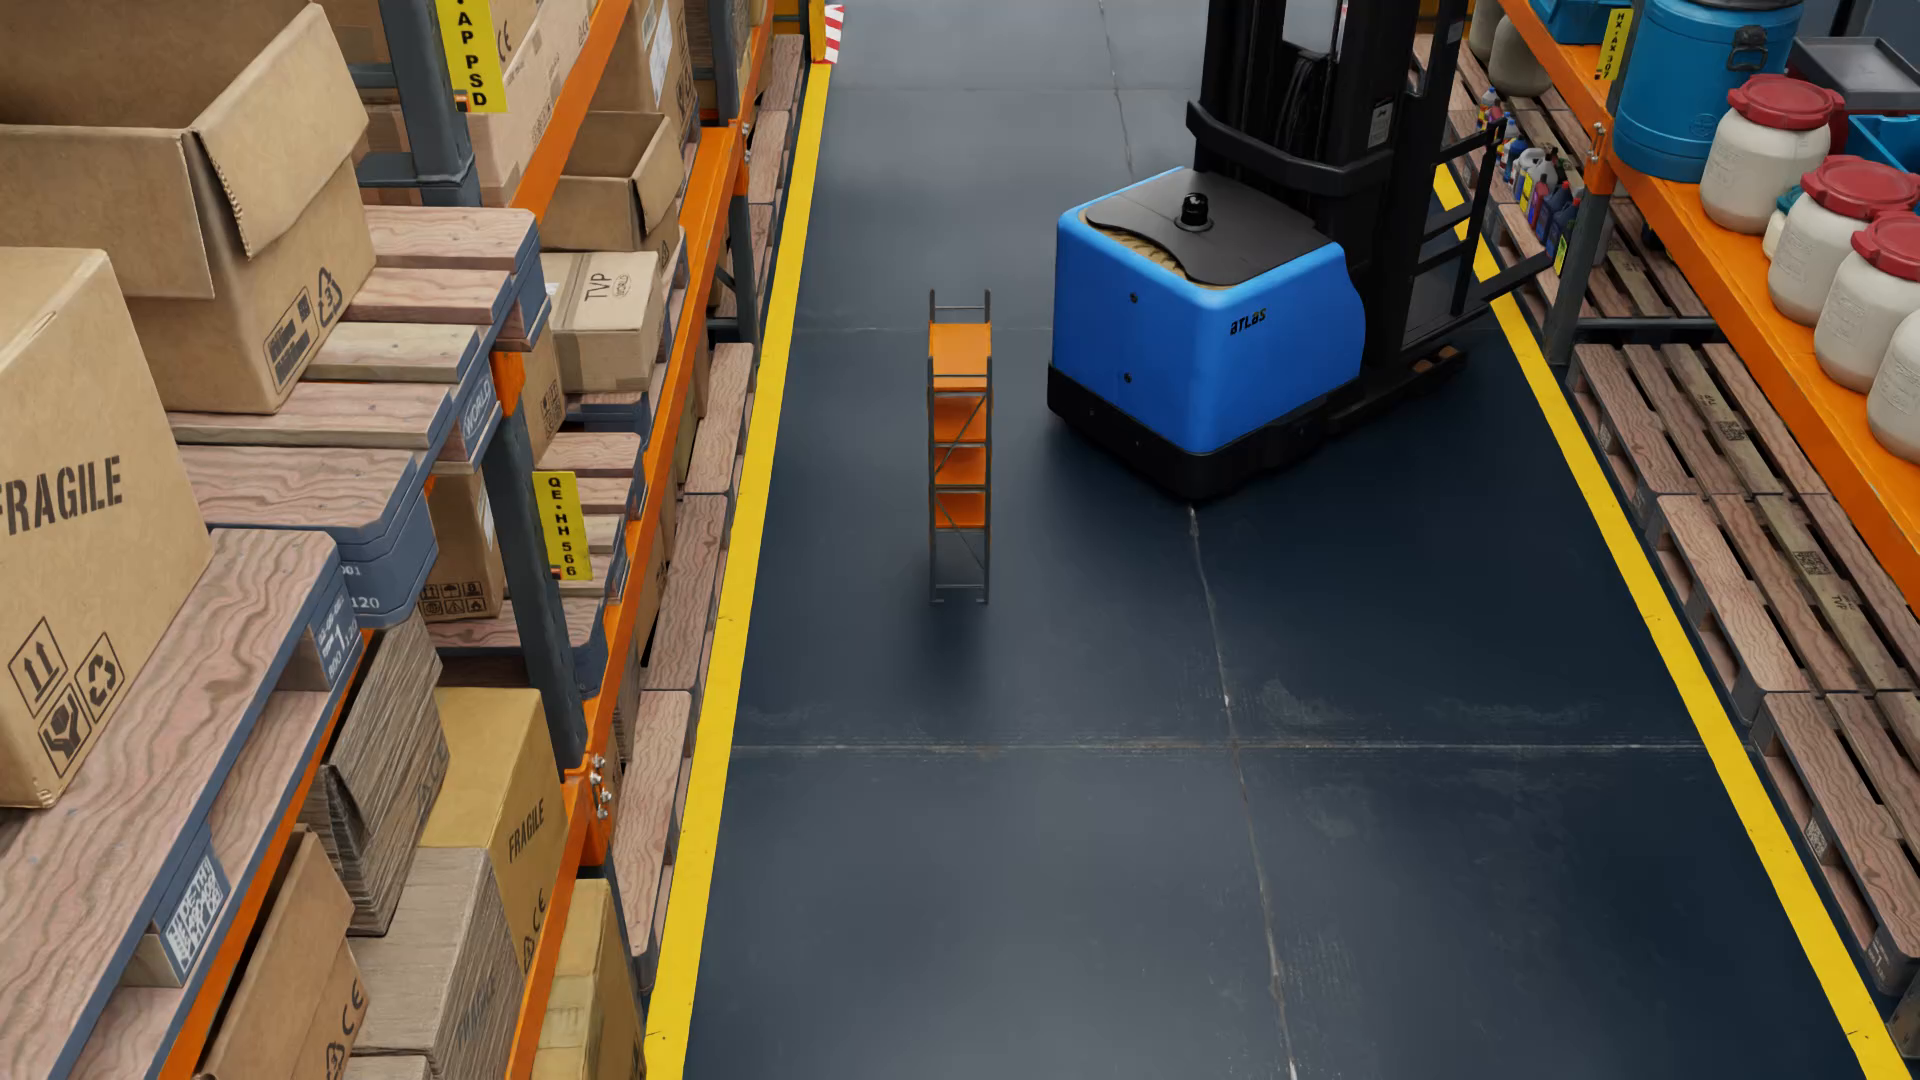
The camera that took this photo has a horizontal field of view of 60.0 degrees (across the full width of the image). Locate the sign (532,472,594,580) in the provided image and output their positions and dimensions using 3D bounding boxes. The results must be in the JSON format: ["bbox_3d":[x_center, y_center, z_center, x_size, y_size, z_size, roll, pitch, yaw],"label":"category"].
[{"bbox_3d":[-0.945,-0.030,3.963,0.100,0.325,0.005,0,39,0],"label":"sign"}]

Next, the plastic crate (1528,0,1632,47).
[{"bbox_3d":[3.176,-2.715,8.358,0.499,0.251,0.616,0,39,0],"label":"plastic crate"}]

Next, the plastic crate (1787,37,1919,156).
[{"bbox_3d":[3.755,-1.803,7.050,0.402,0.464,0.583,0,39,0],"label":"plastic crate"}]

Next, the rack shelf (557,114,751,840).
[{"bbox_3d":[-1.502,-0.546,6.108,1.077,0.370,4.000,0,39,0],"label":"rack shelf"}]

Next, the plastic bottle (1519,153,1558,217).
[{"bbox_3d":[3.159,-1.943,9.043,0.144,0.351,0.185,0,39,0],"label":"plastic bottle"}]

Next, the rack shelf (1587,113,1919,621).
[{"bbox_3d":[3.451,-0.549,6.112,1.077,0.370,4.000,0,39,0],"label":"rack shelf"}]

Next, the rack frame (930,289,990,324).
[{"bbox_3d":[0.000,-0.517,6.936,0.240,1.200,0.015,0,39,0],"label":"rack frame"}]

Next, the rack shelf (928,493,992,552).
[{"bbox_3d":[0.000,-0.157,6.912,0.258,0.148,0.480,0,39,0],"label":"rack shelf"}]

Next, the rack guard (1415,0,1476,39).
[{"bbox_3d":[3.491,-3.559,11.292,1.175,0.500,0.348,0,39,0],"label":"rack guard"}]

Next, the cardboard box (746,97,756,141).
[{"bbox_3d":[-1.508,-2.611,9.773,0.500,0.500,0.500,3,39,4],"label":"cardboard box"}]

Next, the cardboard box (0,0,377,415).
[{"bbox_3d":[-1.427,-0.569,2.744,0.797,0.503,0.637,2,39,3],"label":"cardboard box"}]

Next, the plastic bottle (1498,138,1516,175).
[{"bbox_3d":[3.135,-2.189,9.469,0.097,0.201,0.097,0,39,0],"label":"plastic bottle"}]

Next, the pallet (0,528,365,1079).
[{"bbox_3d":[-1.442,0.429,2.068,1.003,0.211,1.213,2,39,2],"label":"pallet"}]

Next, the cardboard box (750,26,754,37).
[{"bbox_3d":[-1.229,-2.583,8.275,0.380,0.149,0.250,0,39,0],"label":"cardboard box"}]

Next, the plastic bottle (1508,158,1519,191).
[{"bbox_3d":[3.135,-2.060,9.308,0.097,0.201,0.097,0,39,0],"label":"plastic bottle"}]

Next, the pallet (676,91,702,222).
[{"bbox_3d":[-1.649,-1.524,6.907,1.003,0.211,1.213,0,39,0],"label":"pallet"}]

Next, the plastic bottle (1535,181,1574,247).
[{"bbox_3d":[3.159,-1.741,8.791,0.144,0.351,0.185,-2,39,-2],"label":"plastic bottle"}]

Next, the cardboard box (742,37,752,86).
[{"bbox_3d":[-1.191,-2.270,7.885,0.380,0.149,0.250,0,39,0],"label":"cardboard box"}]

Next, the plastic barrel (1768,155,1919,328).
[{"bbox_3d":[3.231,-1.077,6.086,0.433,0.535,0.433,0,39,0],"label":"plastic barrel"}]

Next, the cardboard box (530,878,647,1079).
[{"bbox_3d":[-1.520,1.521,4.317,1.225,0.875,0.875,-2,39,-2],"label":"cardboard box"}]

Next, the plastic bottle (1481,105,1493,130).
[{"bbox_3d":[3.134,-2.463,9.811,0.097,0.201,0.097,0,39,0],"label":"plastic bottle"}]

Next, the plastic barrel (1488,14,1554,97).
[{"bbox_3d":[3.522,-3.050,10.311,0.421,0.512,0.421,0,39,0],"label":"plastic barrel"}]

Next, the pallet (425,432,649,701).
[{"bbox_3d":[-1.607,0.054,4.938,1.213,0.211,1.003,0,39,0],"label":"pallet"}]

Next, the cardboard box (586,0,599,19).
[{"bbox_3d":[-1.256,-1.624,4.600,0.500,0.250,0.500,1,39,1],"label":"cardboard box"}]

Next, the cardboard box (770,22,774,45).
[{"bbox_3d":[-1.525,-3.376,10.728,0.500,0.500,0.500,7,39,8],"label":"cardboard box"}]

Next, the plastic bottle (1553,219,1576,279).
[{"bbox_3d":[3.118,-1.493,8.535,0.061,0.283,0.133,2,39,2],"label":"plastic bottle"}]

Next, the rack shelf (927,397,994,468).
[{"bbox_3d":[0.000,-0.487,6.648,0.258,0.148,0.480,0,39,0],"label":"rack shelf"}]

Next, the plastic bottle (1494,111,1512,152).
[{"bbox_3d":[3.135,-2.341,9.602,0.097,0.271,0.097,0,39,0],"label":"plastic bottle"}]

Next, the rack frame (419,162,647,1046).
[{"bbox_3d":[-1.500,0.424,4.322,1.000,3.000,0.127,0,39,0],"label":"rack frame"}]

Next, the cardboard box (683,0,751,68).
[{"bbox_3d":[-1.443,-2.514,7.670,0.875,0.500,0.500,0,39,0],"label":"cardboard box"}]

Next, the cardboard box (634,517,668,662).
[{"bbox_3d":[-1.542,0.108,6.364,0.700,0.500,0.500,3,39,4],"label":"cardboard box"}]

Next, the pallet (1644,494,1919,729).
[{"bbox_3d":[3.492,0.263,6.753,1.003,0.211,1.213,0,39,0],"label":"pallet"}]

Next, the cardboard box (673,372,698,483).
[{"bbox_3d":[-1.544,-0.591,7.236,0.700,0.500,0.500,0,39,0],"label":"cardboard box"}]

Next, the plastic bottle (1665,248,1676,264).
[{"bbox_3d":[3.752,-1.594,8.660,0.061,0.283,0.133,0,39,0],"label":"plastic bottle"}]

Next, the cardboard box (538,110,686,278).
[{"bbox_3d":[-1.410,-1.197,5.927,0.797,0.503,0.637,4,39,5],"label":"cardboard box"}]

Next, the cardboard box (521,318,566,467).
[{"bbox_3d":[-1.641,-0.465,5.016,0.700,0.500,0.500,5,39,7],"label":"cardboard box"}]

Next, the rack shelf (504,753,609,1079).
[{"bbox_3d":[-1.498,1.956,2.986,1.077,0.370,4.000,0,39,0],"label":"rack shelf"}]

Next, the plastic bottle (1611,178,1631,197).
[{"bbox_3d":[3.714,-2.063,9.251,0.152,0.276,0.135,0,39,0],"label":"plastic bottle"}]

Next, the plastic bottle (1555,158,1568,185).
[{"bbox_3d":[3.261,-1.933,9.084,0.061,0.283,0.133,0,39,0],"label":"plastic bottle"}]

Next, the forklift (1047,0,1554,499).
[{"bbox_3d":[1.881,-2.089,7.513,3.031,2.935,1.130,-27,46,-29],"label":"forklift"}]

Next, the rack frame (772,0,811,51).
[{"bbox_3d":[-1.509,-4.579,10.565,1.000,3.000,0.127,0,39,0],"label":"rack frame"}]

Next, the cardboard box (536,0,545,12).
[{"bbox_3d":[-1.240,-1.592,3.959,0.500,0.500,0.500,0,39,0],"label":"cardboard box"}]

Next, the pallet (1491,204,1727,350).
[{"bbox_3d":[3.489,-1.413,8.844,1.003,0.211,1.213,0,39,0],"label":"pallet"}]

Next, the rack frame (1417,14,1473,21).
[{"bbox_3d":[3.444,-4.582,10.569,1.000,3.000,0.127,0,39,0],"label":"rack frame"}]

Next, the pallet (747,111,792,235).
[{"bbox_3d":[-1.545,-2.174,9.794,1.003,0.211,1.213,0,39,0],"label":"pallet"}]

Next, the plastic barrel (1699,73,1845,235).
[{"bbox_3d":[3.230,-1.535,6.659,0.433,0.535,0.433,0,39,0],"label":"plastic barrel"}]

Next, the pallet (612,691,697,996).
[{"bbox_3d":[-1.499,1.024,5.804,1.003,0.211,1.213,0,39,0],"label":"pallet"}]

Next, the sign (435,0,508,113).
[{"bbox_3d":[-0.945,-0.974,3.192,0.100,0.325,0.005,0,39,0],"label":"sign"}]

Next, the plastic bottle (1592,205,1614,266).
[{"bbox_3d":[3.304,-1.621,8.641,0.144,0.351,0.185,0,39,0],"label":"plastic bottle"}]

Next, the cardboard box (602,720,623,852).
[{"bbox_3d":[-1.521,0.809,5.489,0.700,0.500,0.500,-2,39,-2],"label":"cardboard box"}]

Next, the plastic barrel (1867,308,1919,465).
[{"bbox_3d":[3.238,-0.530,5.423,0.421,0.512,0.421,0,39,0],"label":"plastic barrel"}]

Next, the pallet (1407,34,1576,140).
[{"bbox_3d":[3.486,-2.938,10.748,1.003,0.211,1.213,0,39,0],"label":"pallet"}]

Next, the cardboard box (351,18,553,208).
[{"bbox_3d":[-1.246,-0.982,3.798,0.500,0.250,0.500,1,39,1],"label":"cardboard box"}]

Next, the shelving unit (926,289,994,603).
[{"bbox_3d":[0.000,-0.365,6.746,0.258,1.200,0.503,0,39,0],"label":"shelving unit"}]

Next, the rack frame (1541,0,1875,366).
[{"bbox_3d":[3.448,-2.081,7.448,1.000,3.000,0.127,0,39,0],"label":"rack frame"}]

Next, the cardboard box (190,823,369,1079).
[{"bbox_3d":[-1.517,0.859,2.898,0.797,0.503,0.637,1,39,1],"label":"cardboard box"}]

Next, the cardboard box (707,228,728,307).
[{"bbox_3d":[-1.465,-1.516,8.406,0.500,0.500,0.500,-1,39,-1],"label":"cardboard box"}]

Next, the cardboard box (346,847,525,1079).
[{"bbox_3d":[-1.257,1.005,3.517,0.500,0.500,0.500,0,39,0],"label":"cardboard box"}]
